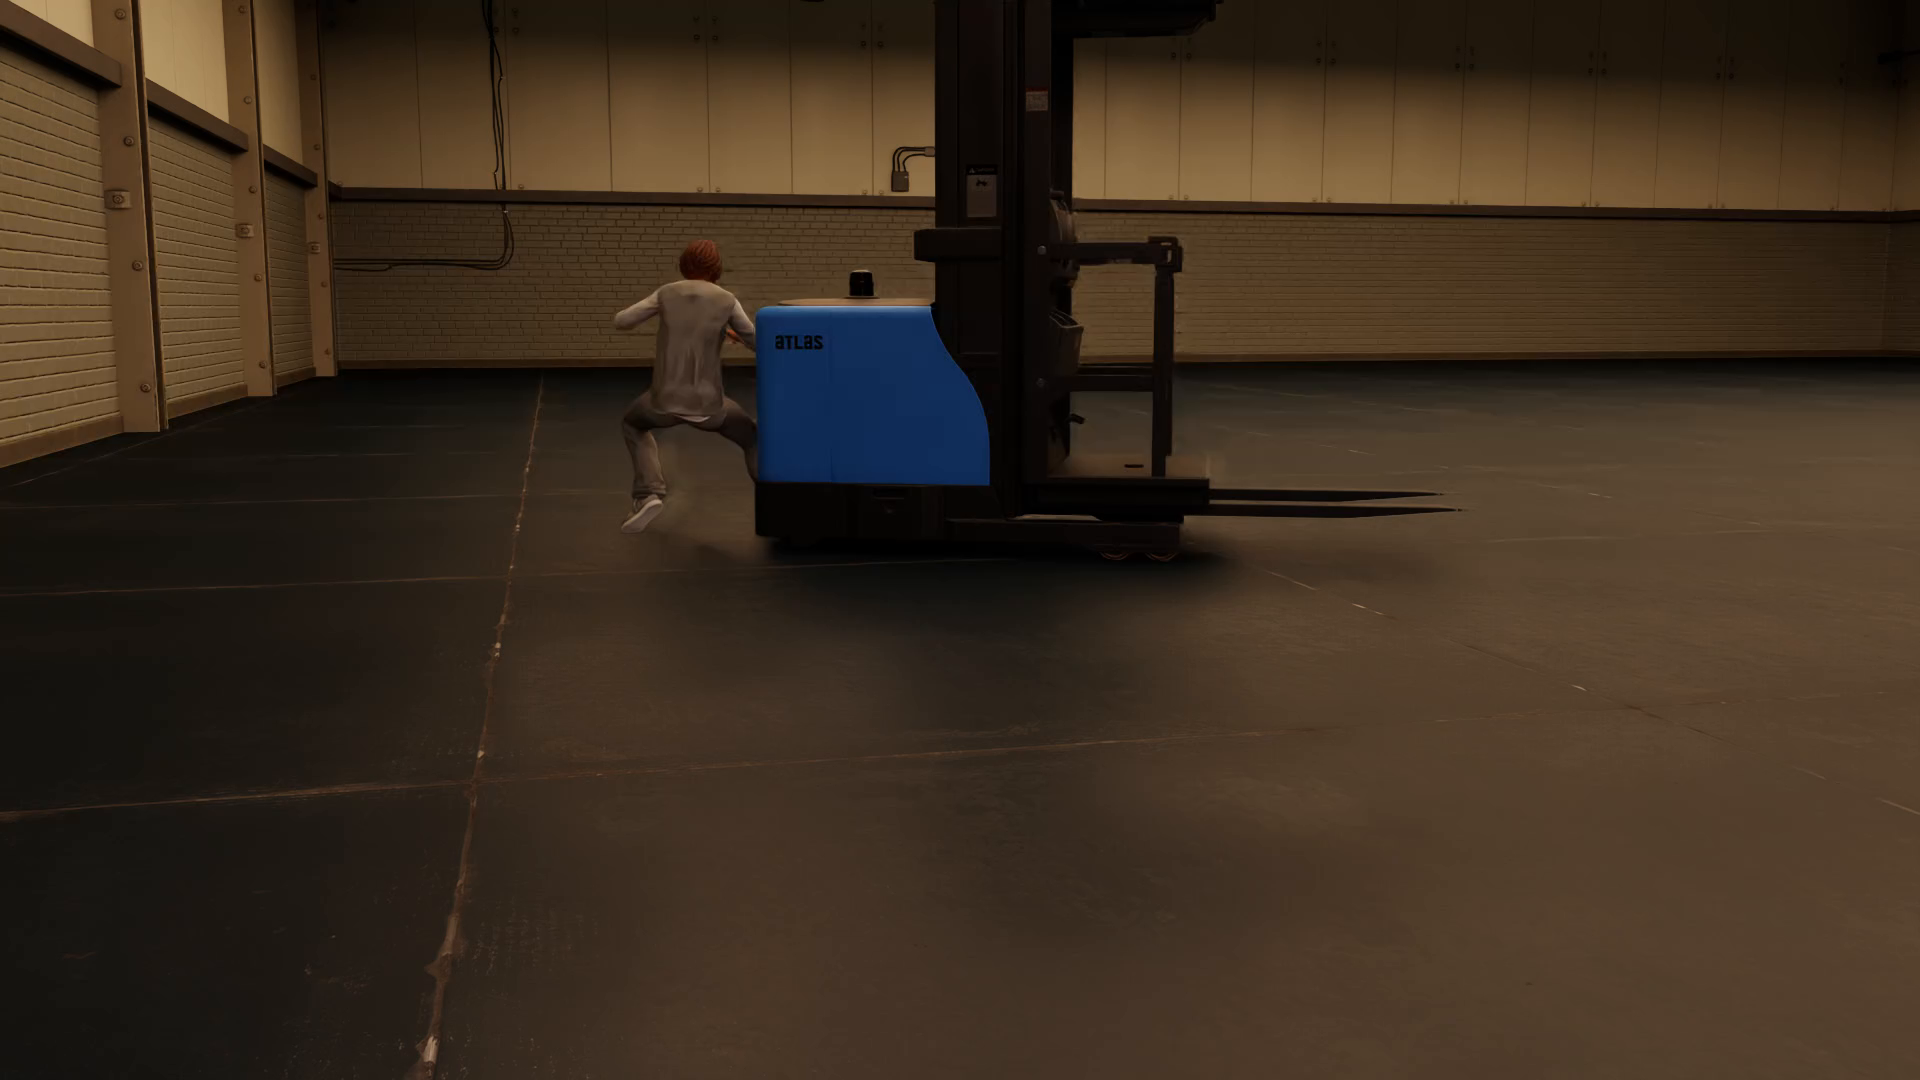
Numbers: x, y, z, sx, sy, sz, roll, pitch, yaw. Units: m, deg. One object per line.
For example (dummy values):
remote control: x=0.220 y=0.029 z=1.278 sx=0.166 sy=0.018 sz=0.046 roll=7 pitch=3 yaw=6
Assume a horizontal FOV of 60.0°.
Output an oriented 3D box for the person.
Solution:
person: x=-1.216 y=-0.715 z=7.830 sx=0.857 sy=1.370 sz=0.678 roll=0 pitch=8 yaw=2

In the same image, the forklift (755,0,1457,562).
forklift: x=0.653 y=-1.438 z=7.405 sx=3.031 sy=2.935 sz=1.130 roll=1 pitch=8 yaw=9
